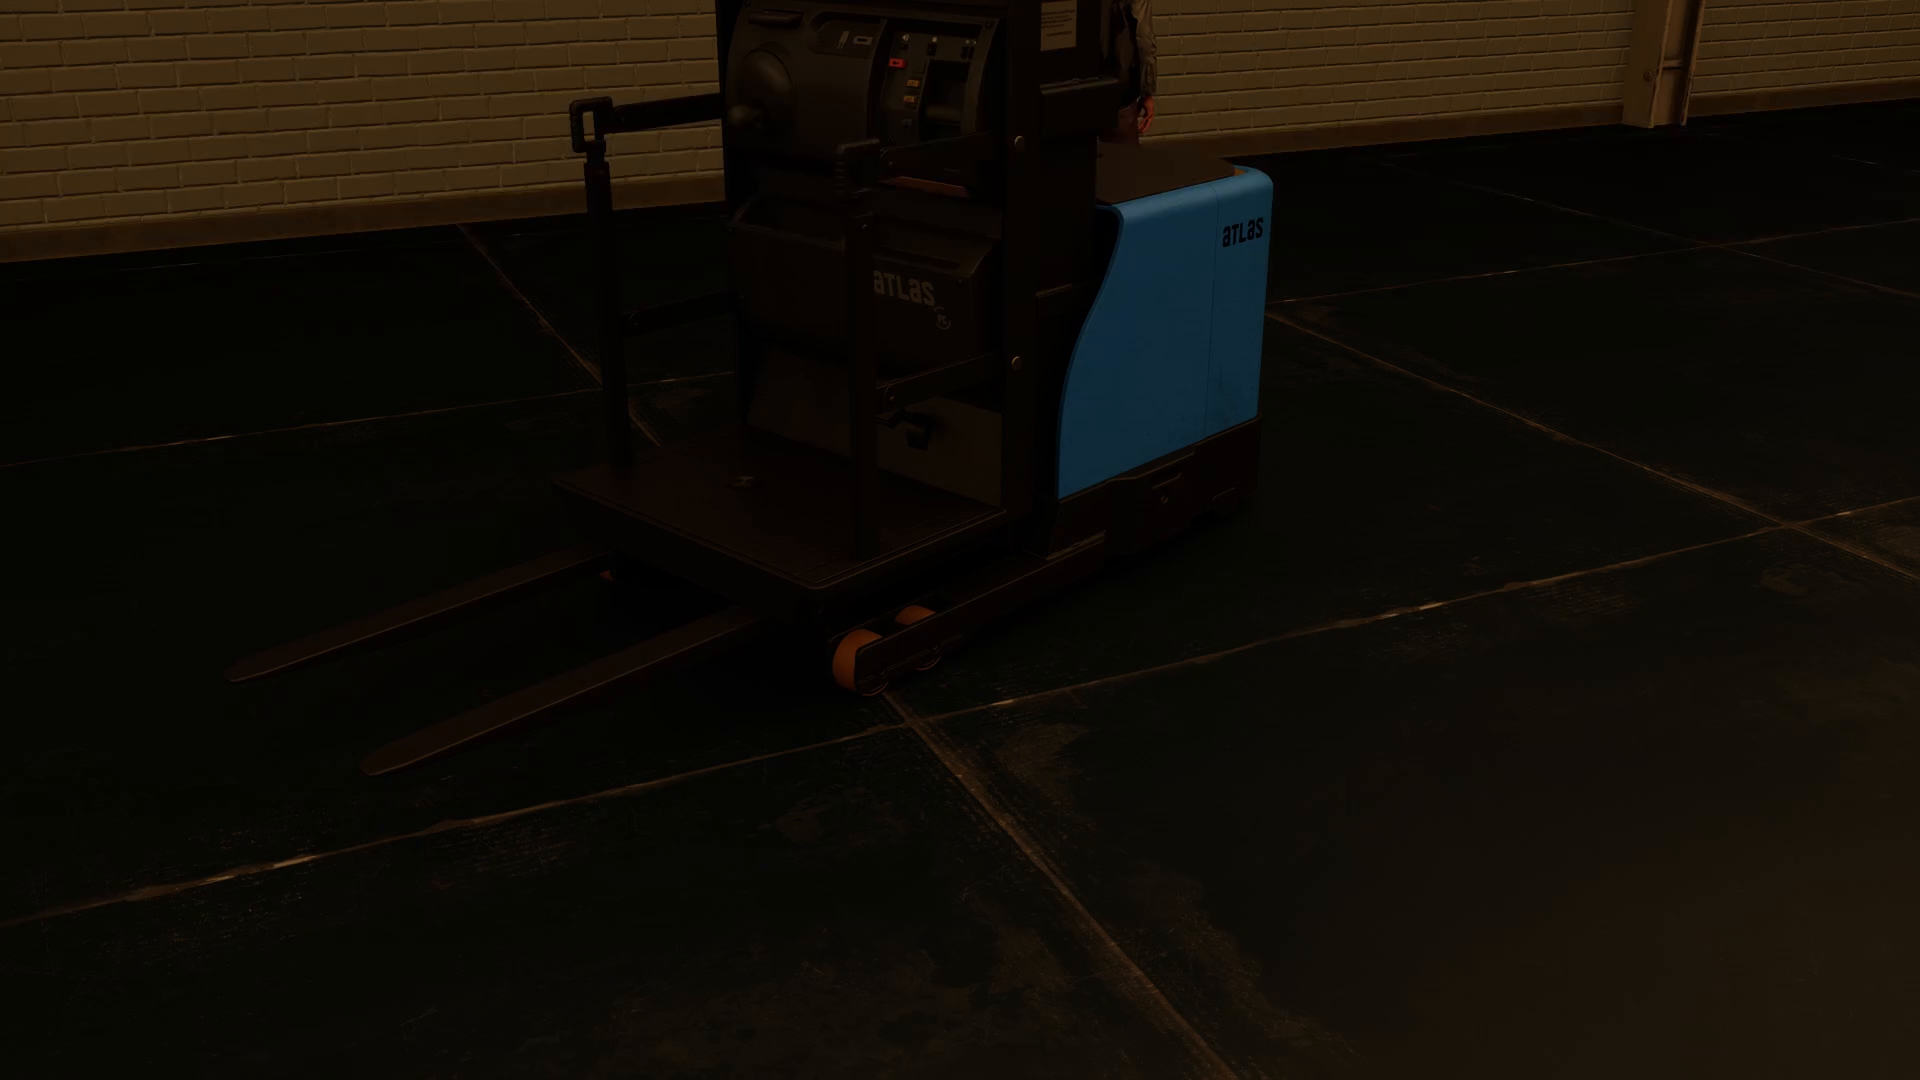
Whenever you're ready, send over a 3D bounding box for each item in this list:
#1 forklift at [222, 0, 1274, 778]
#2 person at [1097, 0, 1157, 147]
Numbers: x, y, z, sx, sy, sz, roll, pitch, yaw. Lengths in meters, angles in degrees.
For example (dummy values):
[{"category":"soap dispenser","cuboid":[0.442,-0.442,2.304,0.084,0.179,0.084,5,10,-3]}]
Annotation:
[{"category":"forklift","cuboid":[-0.413,-1.182,4.131,1.130,2.935,3.031,19,29,39]},{"category":"person","cuboid":[0.616,-2.023,7.732,0.594,1.722,0.418,4,23,9]}]
